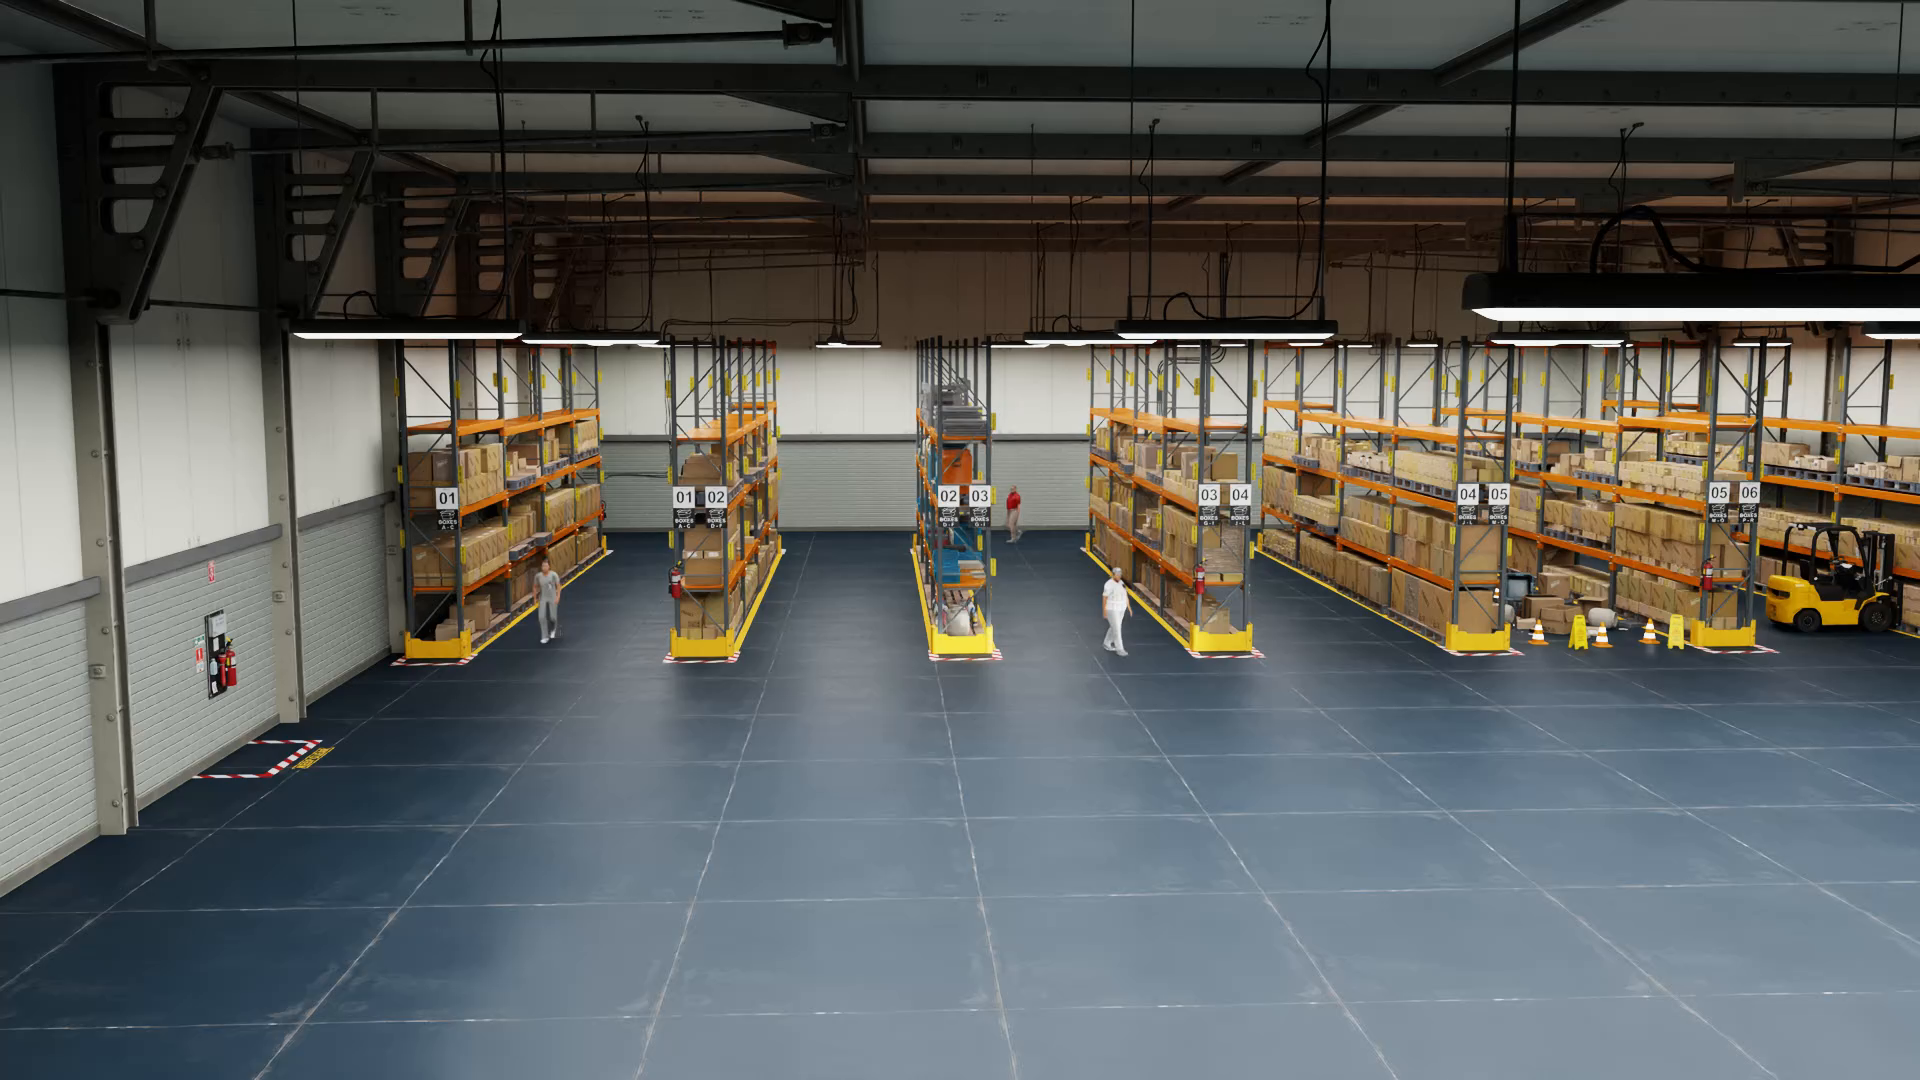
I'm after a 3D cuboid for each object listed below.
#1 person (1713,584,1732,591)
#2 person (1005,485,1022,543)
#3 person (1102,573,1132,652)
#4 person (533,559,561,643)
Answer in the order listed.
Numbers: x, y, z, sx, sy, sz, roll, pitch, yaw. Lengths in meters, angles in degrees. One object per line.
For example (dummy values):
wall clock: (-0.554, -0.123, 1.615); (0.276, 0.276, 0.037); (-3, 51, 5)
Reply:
person: (17.798, 0.535, 38.779); (0.497, 1.688, 0.567); (-2, 7, -18)
person: (1.619, -0.789, 49.616); (0.573, 1.713, 0.543); (-3, 7, -22)
person: (2.950, 1.304, 31.519); (0.493, 1.553, 0.715); (-6, 9, -43)
person: (-8.157, 1.185, 32.879); (0.534, 1.654, 0.603); (-1, 7, -5)
